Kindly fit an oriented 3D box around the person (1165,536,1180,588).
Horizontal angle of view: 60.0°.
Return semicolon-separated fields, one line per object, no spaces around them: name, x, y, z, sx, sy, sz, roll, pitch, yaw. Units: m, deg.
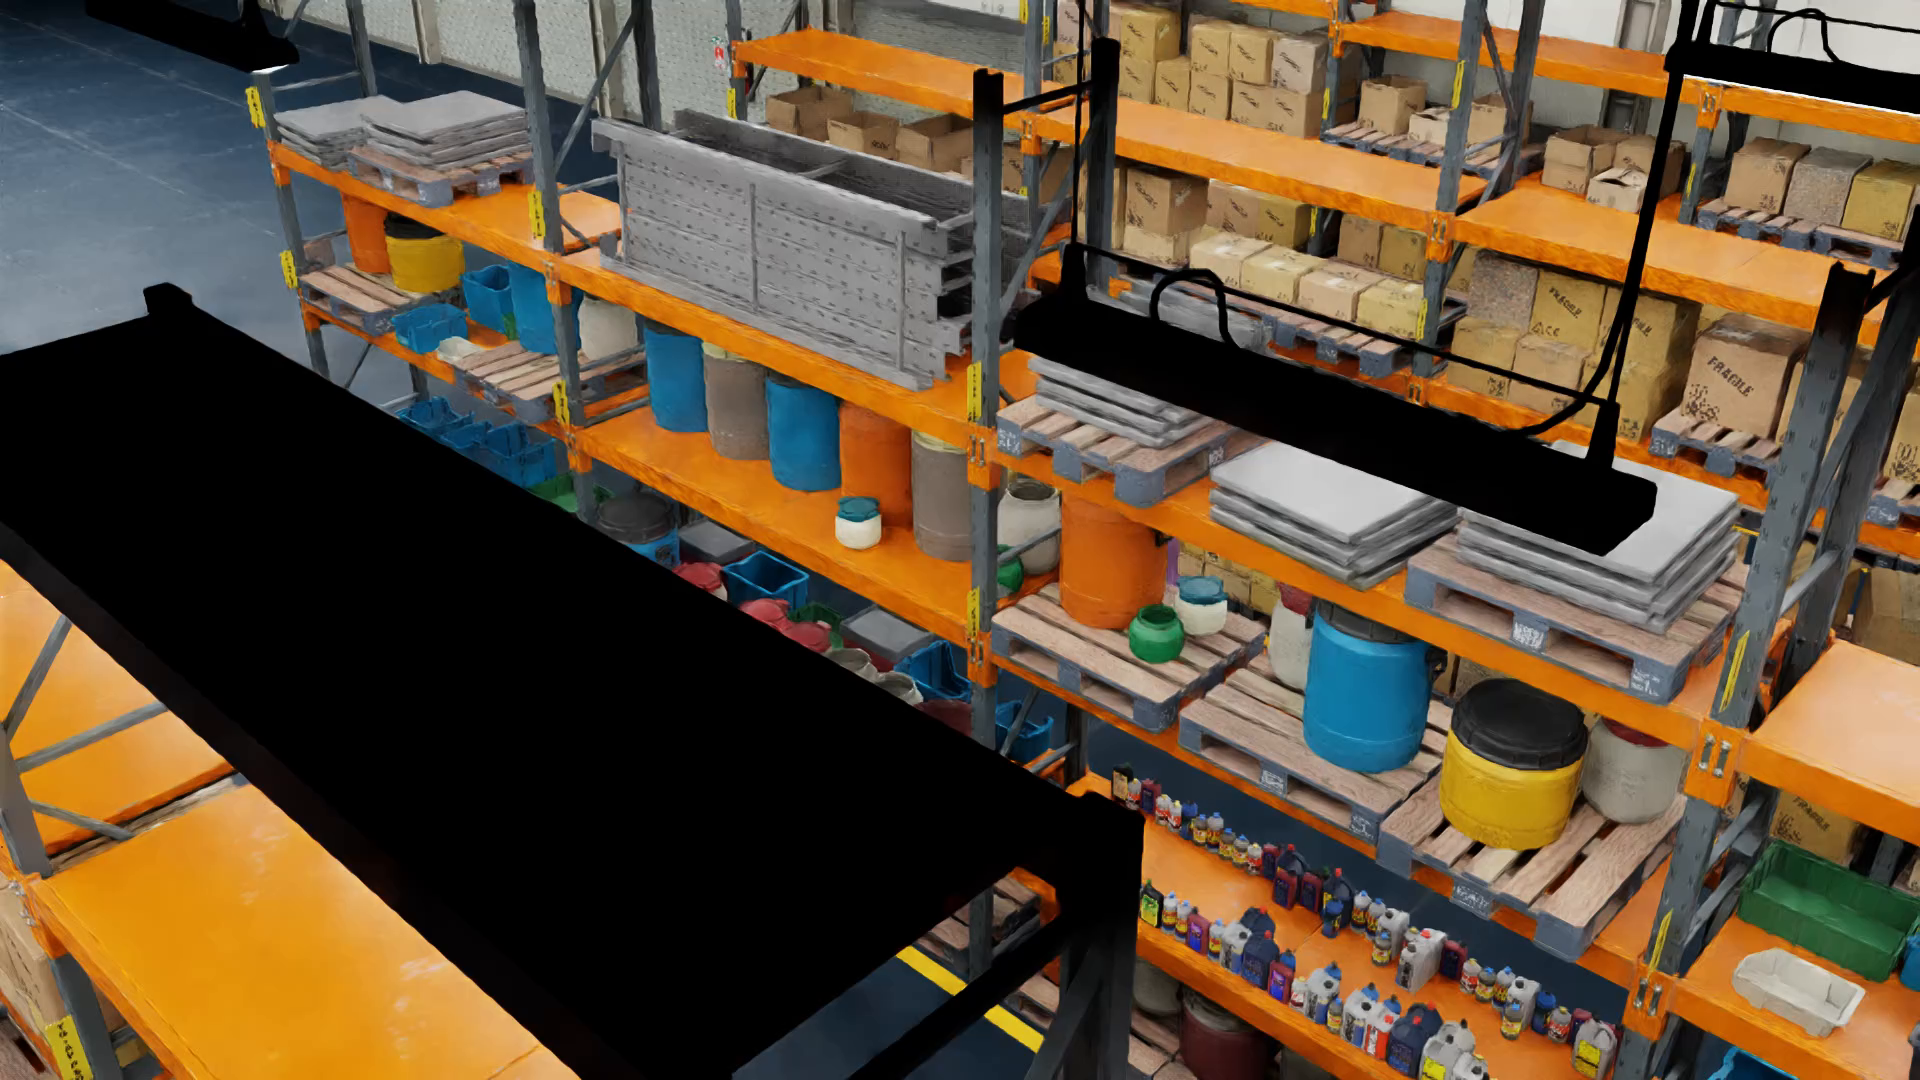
person;1.682;0.443;13.861;0.955;1.533;0.410;19;35;30
